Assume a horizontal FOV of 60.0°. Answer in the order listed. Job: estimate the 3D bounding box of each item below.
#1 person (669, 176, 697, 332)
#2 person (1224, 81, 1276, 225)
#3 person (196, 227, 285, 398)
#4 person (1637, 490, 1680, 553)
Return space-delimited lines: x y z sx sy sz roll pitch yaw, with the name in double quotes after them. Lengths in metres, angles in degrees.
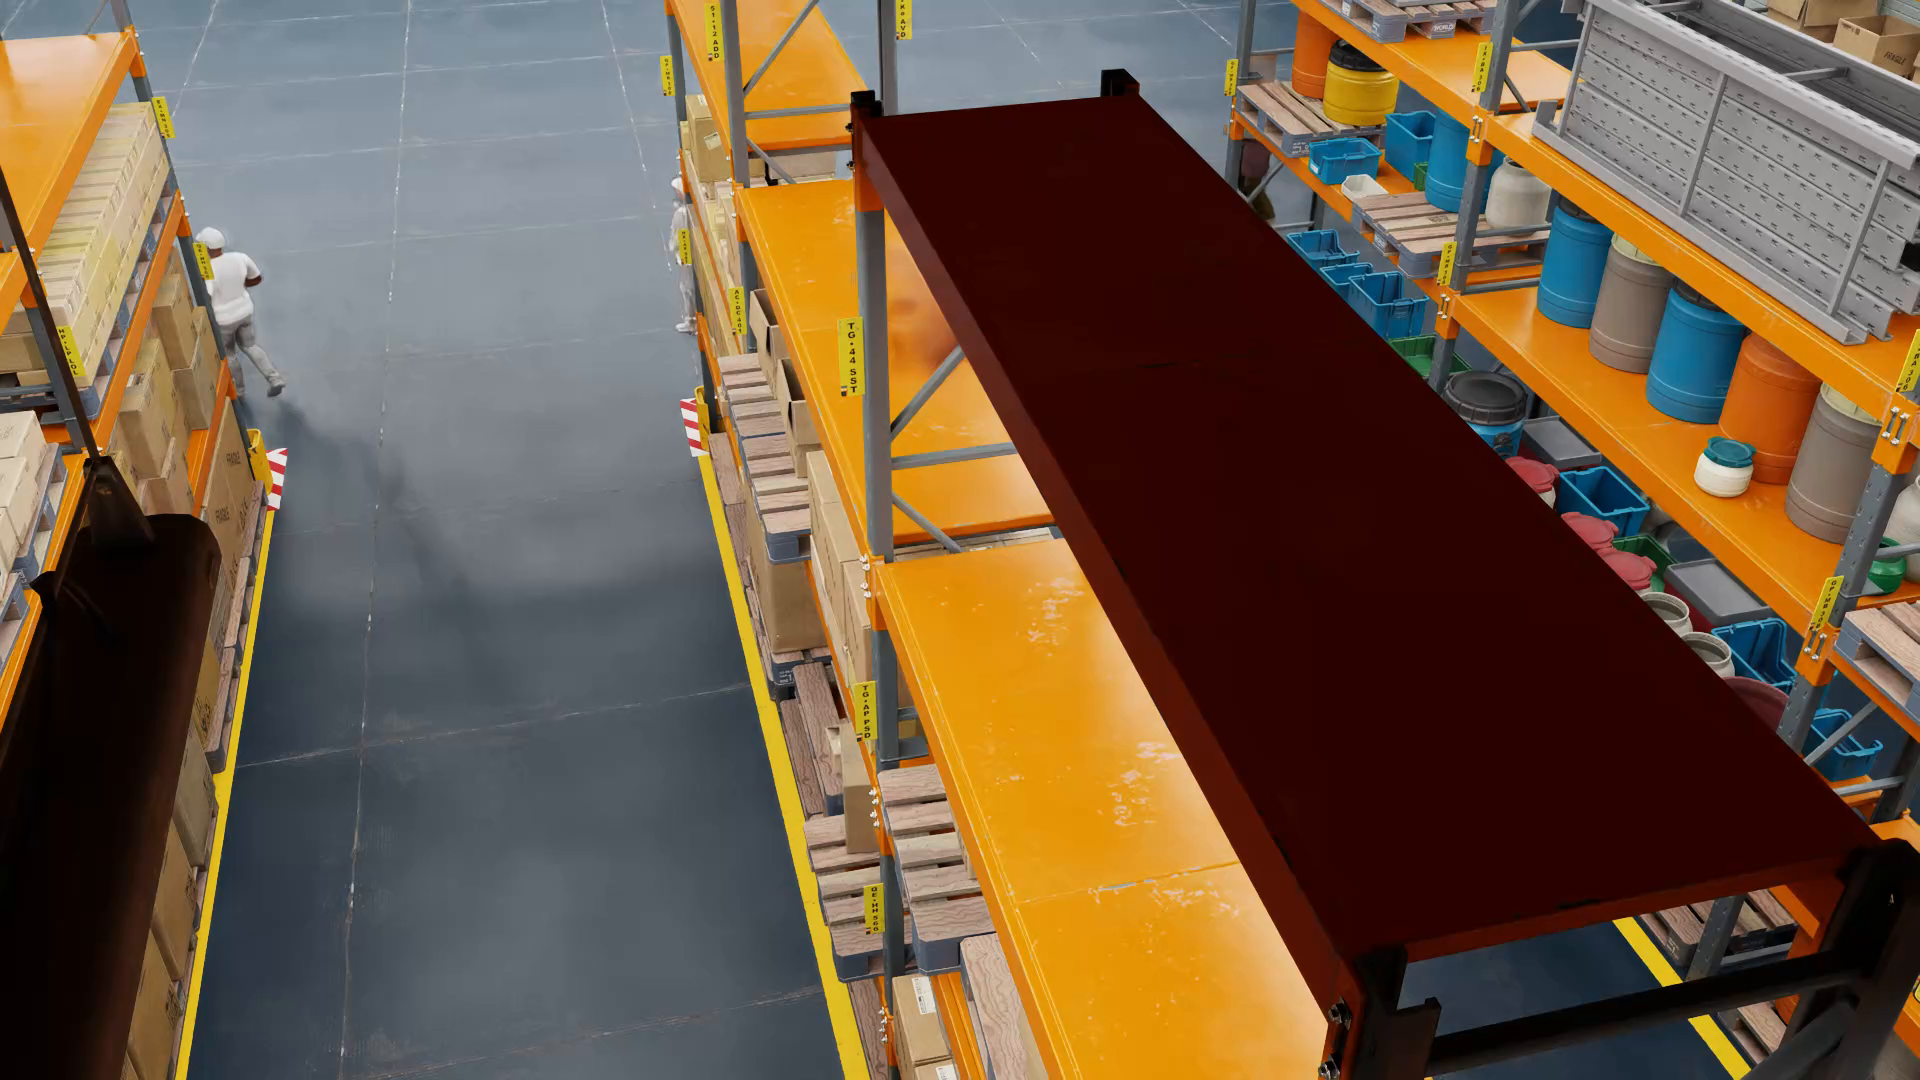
-2.595 -2.784 16.581 0.868 1.772 0.673 14 37 20 "person"
3.357 -4.427 19.052 0.700 1.671 0.694 7 35 10 "person"
-6.819 -2.111 15.611 0.831 1.757 0.707 21 40 28 "person"
5.551 -0.273 13.045 0.637 1.661 0.615 -5 35 -8 "person"
